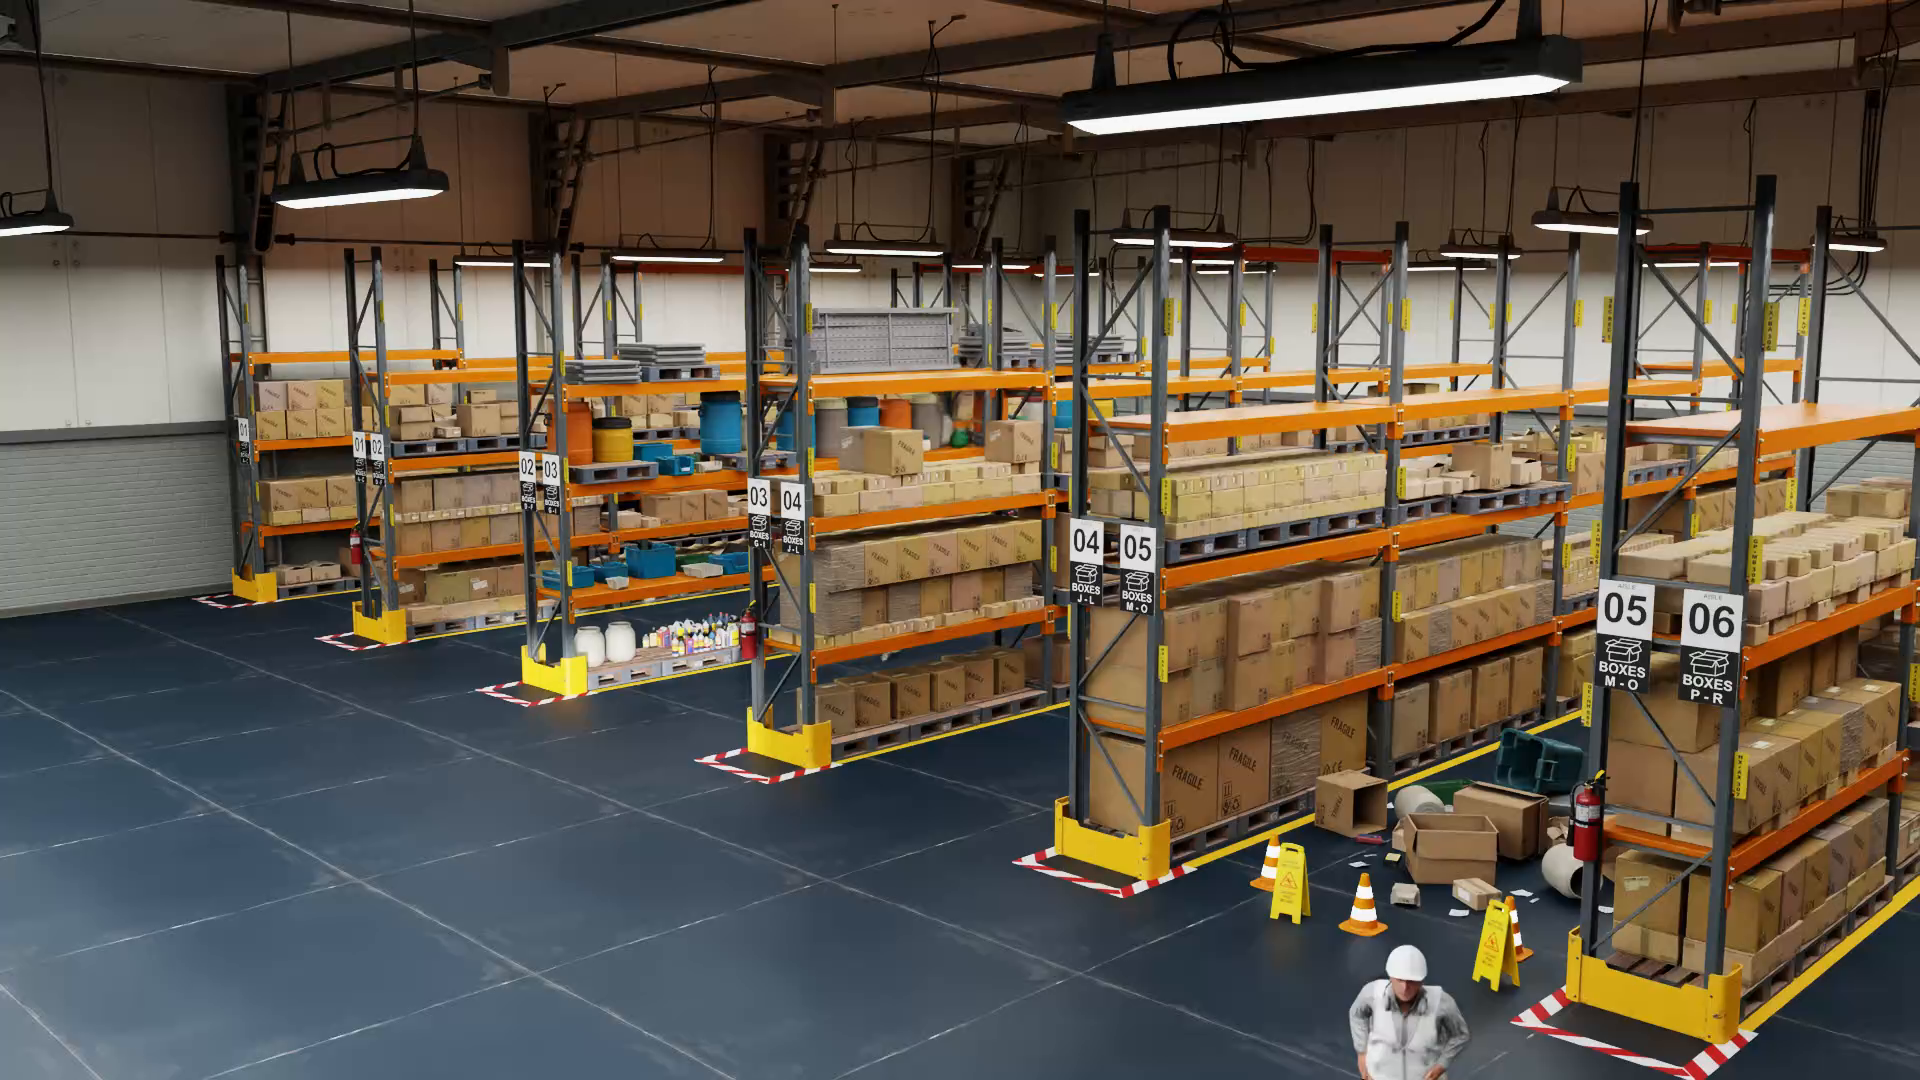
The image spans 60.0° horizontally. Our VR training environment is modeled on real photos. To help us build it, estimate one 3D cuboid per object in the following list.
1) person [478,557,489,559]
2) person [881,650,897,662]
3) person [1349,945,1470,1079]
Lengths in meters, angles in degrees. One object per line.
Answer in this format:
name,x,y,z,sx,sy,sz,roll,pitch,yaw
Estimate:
person,-8.324,0.163,29.191,0.635,1.753,0.907,4,9,29
person,-1.065,0.917,24.225,0.579,1.696,0.736,3,9,20
person,2.528,3.029,9.411,0.657,1.716,0.872,2,8,16
